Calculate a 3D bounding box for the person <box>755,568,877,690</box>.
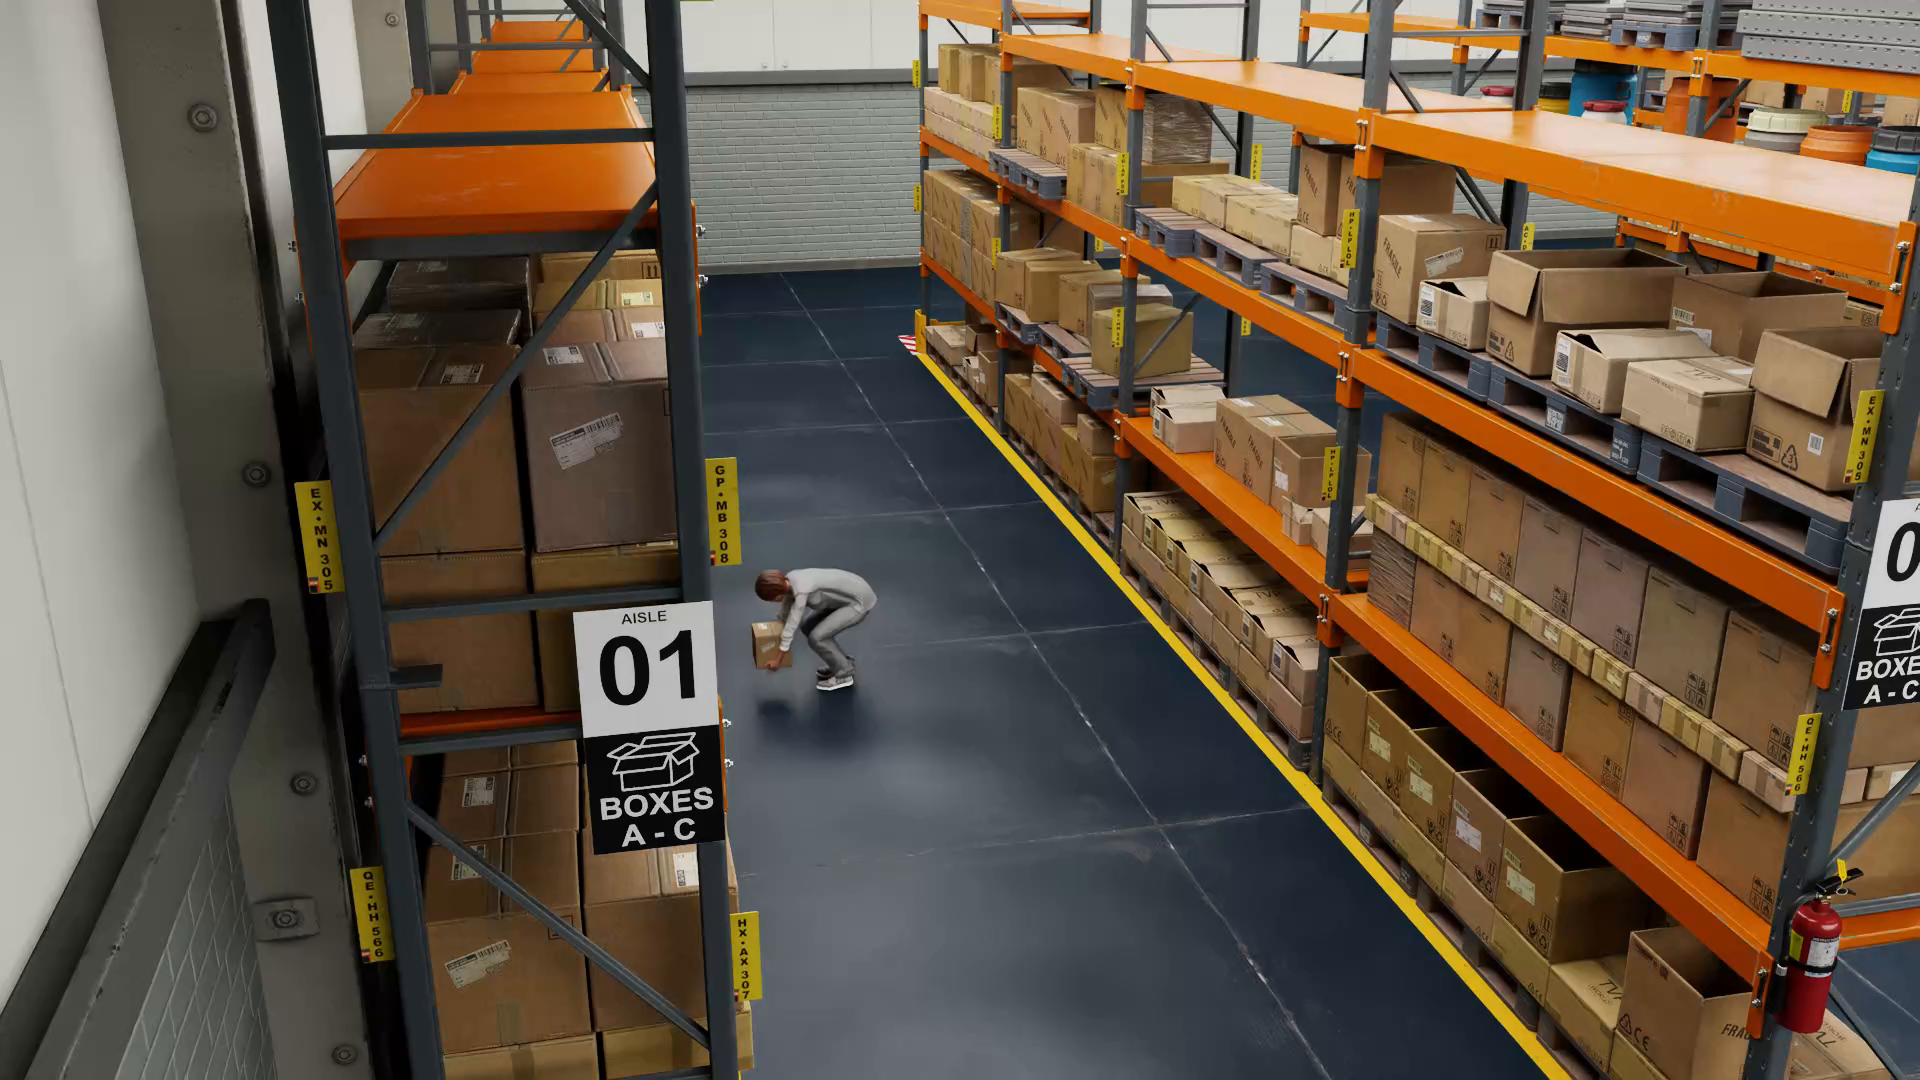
[{"bbox_3d":[-1.007,0.602,11.703,0.853,0.899,0.425,-5,21,-15],"label":"person"}]
